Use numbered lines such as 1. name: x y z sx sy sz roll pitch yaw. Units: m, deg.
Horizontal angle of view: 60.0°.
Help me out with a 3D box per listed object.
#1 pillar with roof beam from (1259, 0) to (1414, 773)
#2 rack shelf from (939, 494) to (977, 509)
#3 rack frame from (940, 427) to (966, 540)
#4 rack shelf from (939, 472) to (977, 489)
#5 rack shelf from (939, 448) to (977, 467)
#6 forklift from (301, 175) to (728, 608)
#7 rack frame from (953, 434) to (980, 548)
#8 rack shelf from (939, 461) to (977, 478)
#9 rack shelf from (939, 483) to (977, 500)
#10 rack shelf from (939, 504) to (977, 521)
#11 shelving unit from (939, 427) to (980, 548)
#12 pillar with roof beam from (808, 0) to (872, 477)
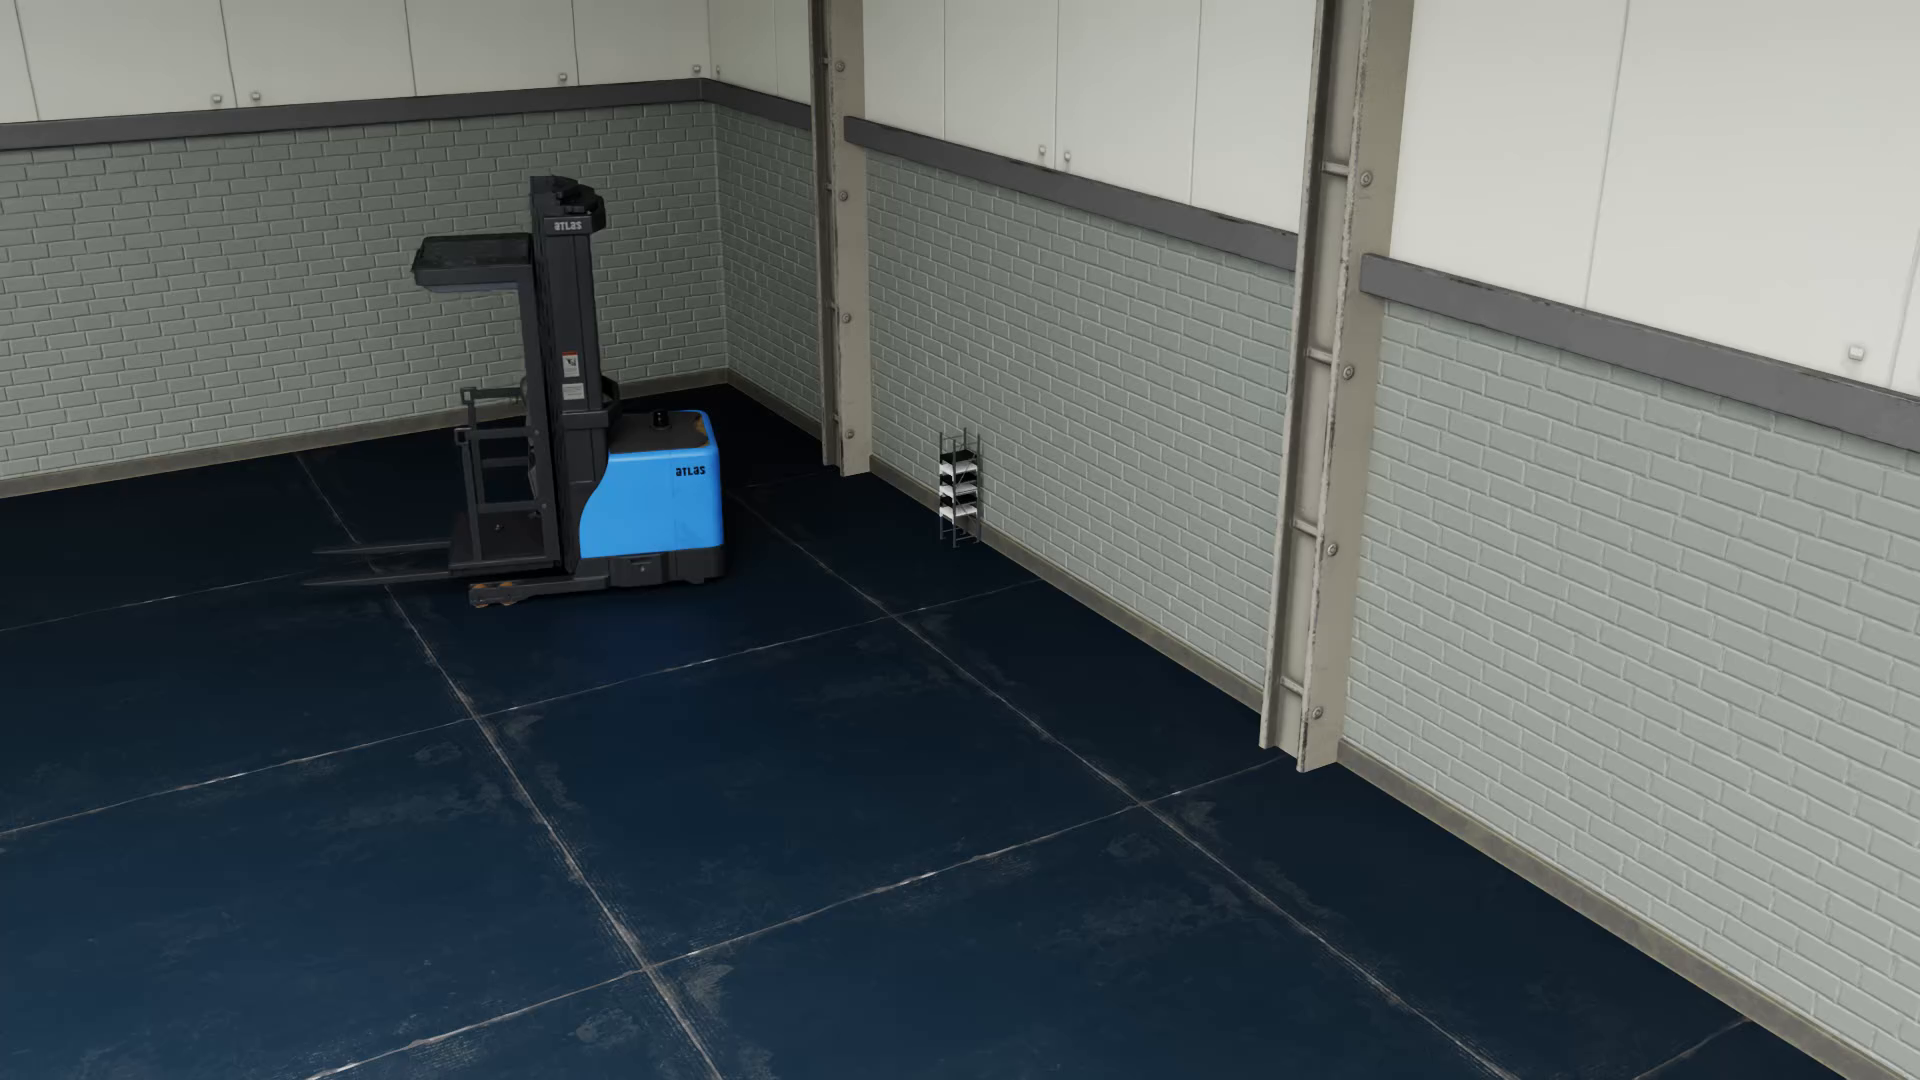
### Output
1. pillar with roof beam: -1.640 -2.050 6.372 9.100 9.000 0.400 -13 25 -28
2. rack shelf: -0.002 -0.298 13.144 0.258 0.077 0.200 -13 25 -29
3. rack frame: -0.055 -0.445 13.178 0.240 0.900 0.006 -13 25 -29
4. rack shelf: -0.002 -0.465 13.076 0.258 0.077 0.200 -13 25 -29
5. rack shelf: -0.002 -0.631 13.008 0.258 0.077 0.200 -13 25 -29
6. forklift: -3.319 -1.085 12.056 3.031 2.935 1.130 -5 23 -12
7. rack frame: 0.051 -0.379 13.017 0.240 0.900 0.006 -13 25 -29
8. rack shelf: -0.002 -0.548 13.042 0.258 0.077 0.200 -13 25 -29
9. rack shelf: -0.002 -0.381 13.110 0.258 0.077 0.200 -13 25 -29
10. rack shelf: -0.002 -0.214 13.178 0.258 0.077 0.200 -13 25 -29
11. shelving unit: -0.002 -0.412 13.097 0.258 0.900 0.210 -13 25 -29
12. pillar with roof beam: -4.705 -3.993 11.151 9.100 9.000 0.400 -13 25 -28
